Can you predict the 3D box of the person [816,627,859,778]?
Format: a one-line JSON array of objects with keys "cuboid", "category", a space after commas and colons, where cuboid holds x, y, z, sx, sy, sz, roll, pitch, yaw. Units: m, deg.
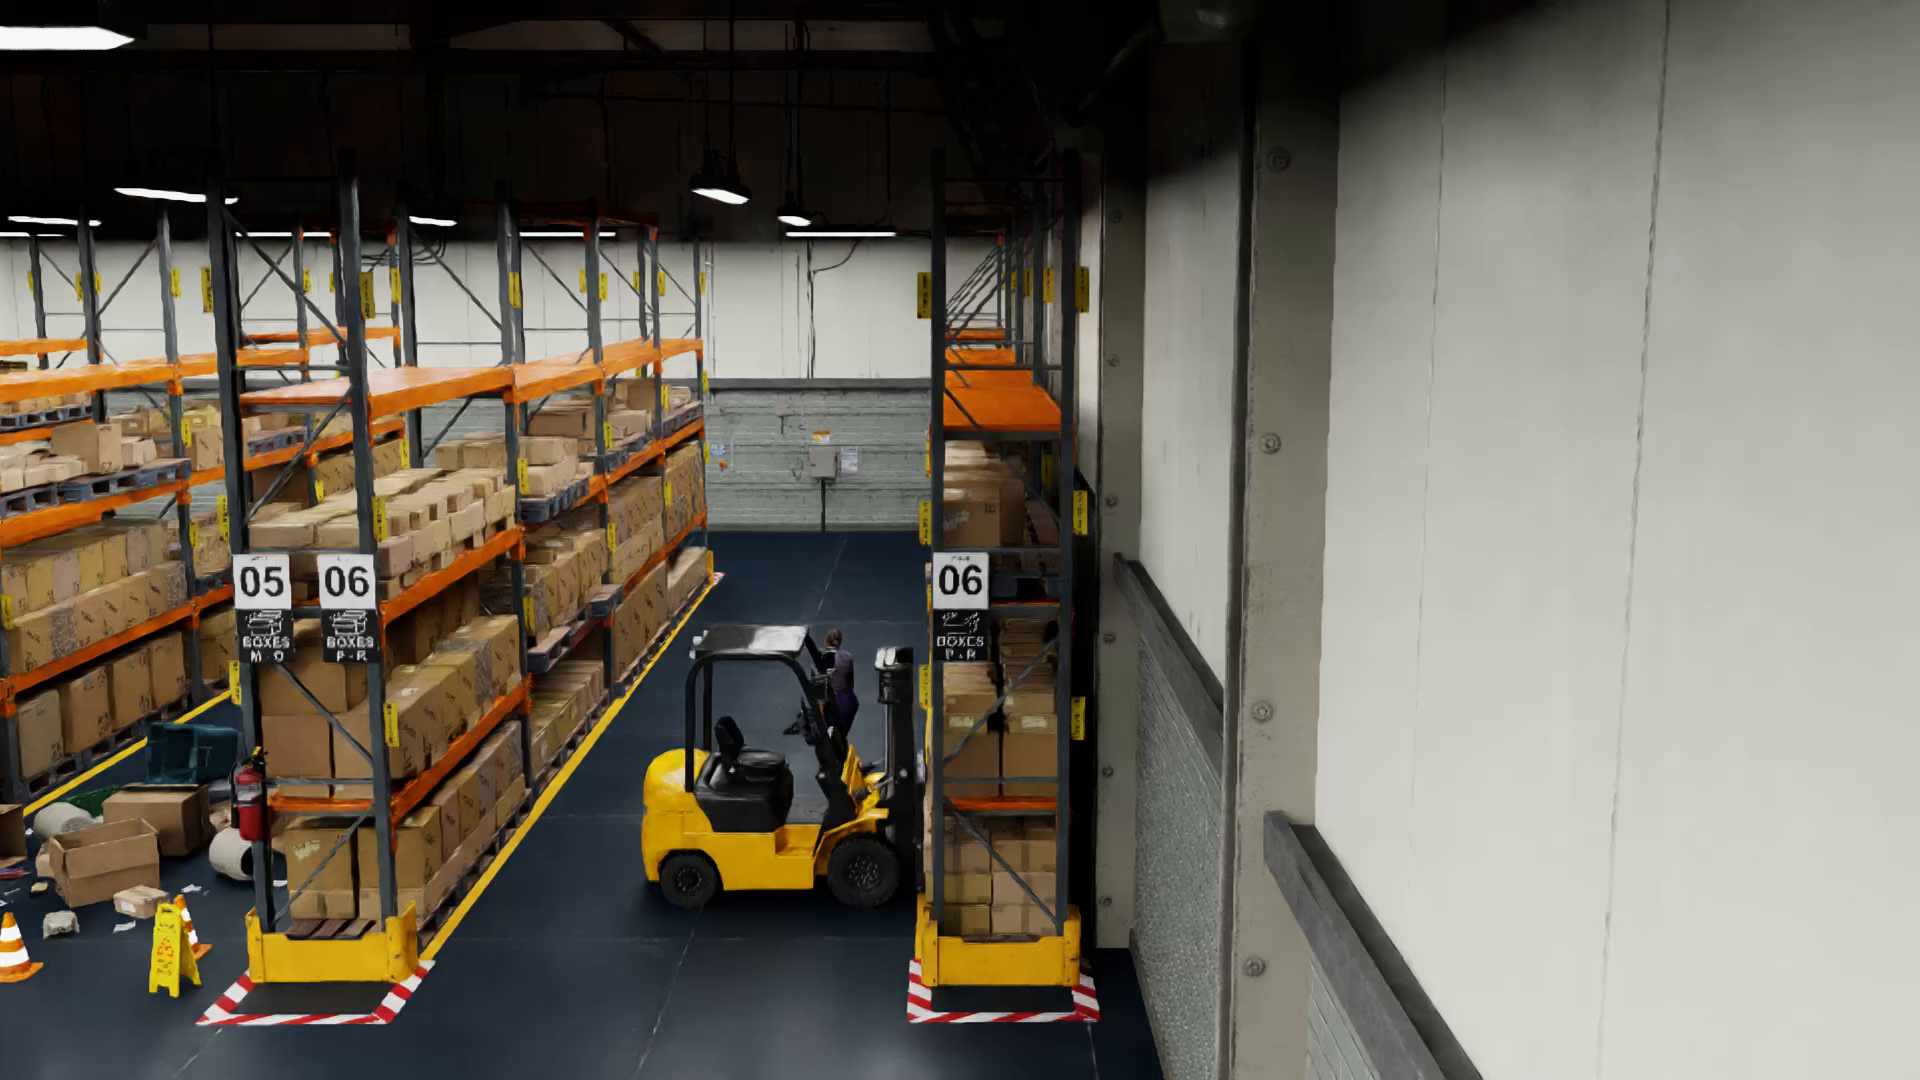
[{"cuboid": [-1.268, 1.686, 16.730, 0.552, 1.642, 0.583, 4, 10, 25], "category": "person"}]
